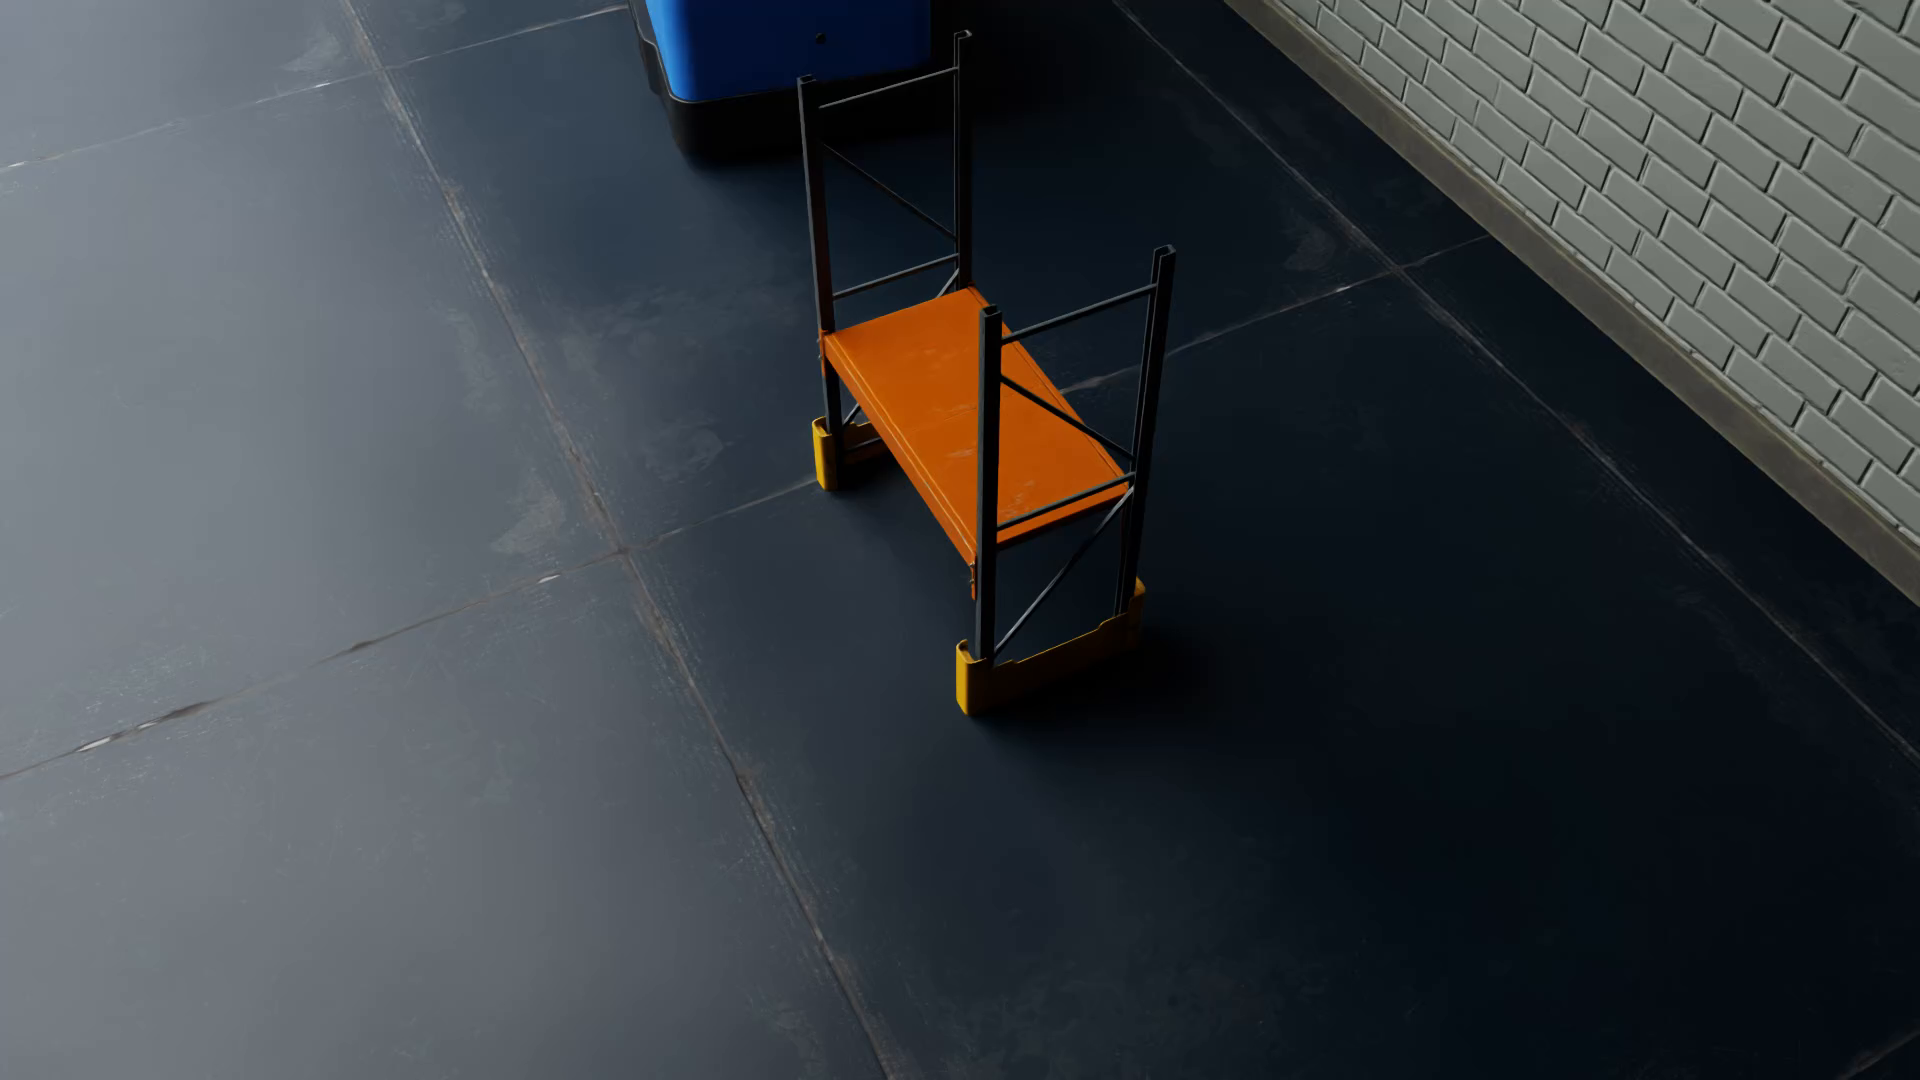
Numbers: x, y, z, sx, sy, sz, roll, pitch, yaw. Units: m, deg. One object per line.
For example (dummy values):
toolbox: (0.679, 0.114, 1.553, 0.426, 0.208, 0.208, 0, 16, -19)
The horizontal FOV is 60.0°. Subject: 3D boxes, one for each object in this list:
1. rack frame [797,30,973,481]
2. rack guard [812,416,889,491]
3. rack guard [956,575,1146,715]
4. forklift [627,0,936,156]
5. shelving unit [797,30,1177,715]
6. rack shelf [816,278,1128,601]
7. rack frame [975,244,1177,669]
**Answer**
rack frame: (-0.194, -0.777, 4.933, 0.500, 1.500, 0.032, -21, 52, -18)
rack guard: (-0.193, -0.365, 5.403, 0.587, 0.250, 0.087, -21, 52, -18)
rack guard: (0.263, 0.302, 4.820, 0.587, 0.250, 0.087, -21, 52, -18)
forklift: (-0.989, -3.594, 6.447, 1.130, 2.935, 3.031, -12, 50, -10)
shelving unit: (0.035, -0.443, 4.641, 0.587, 1.500, 1.083, -21, 52, -18)
rack shelf: (0.039, -0.318, 4.771, 0.538, 0.185, 1.000, -21, 52, -18)
rack frame: (0.272, -0.096, 4.338, 0.500, 1.500, 0.032, -21, 52, -18)
